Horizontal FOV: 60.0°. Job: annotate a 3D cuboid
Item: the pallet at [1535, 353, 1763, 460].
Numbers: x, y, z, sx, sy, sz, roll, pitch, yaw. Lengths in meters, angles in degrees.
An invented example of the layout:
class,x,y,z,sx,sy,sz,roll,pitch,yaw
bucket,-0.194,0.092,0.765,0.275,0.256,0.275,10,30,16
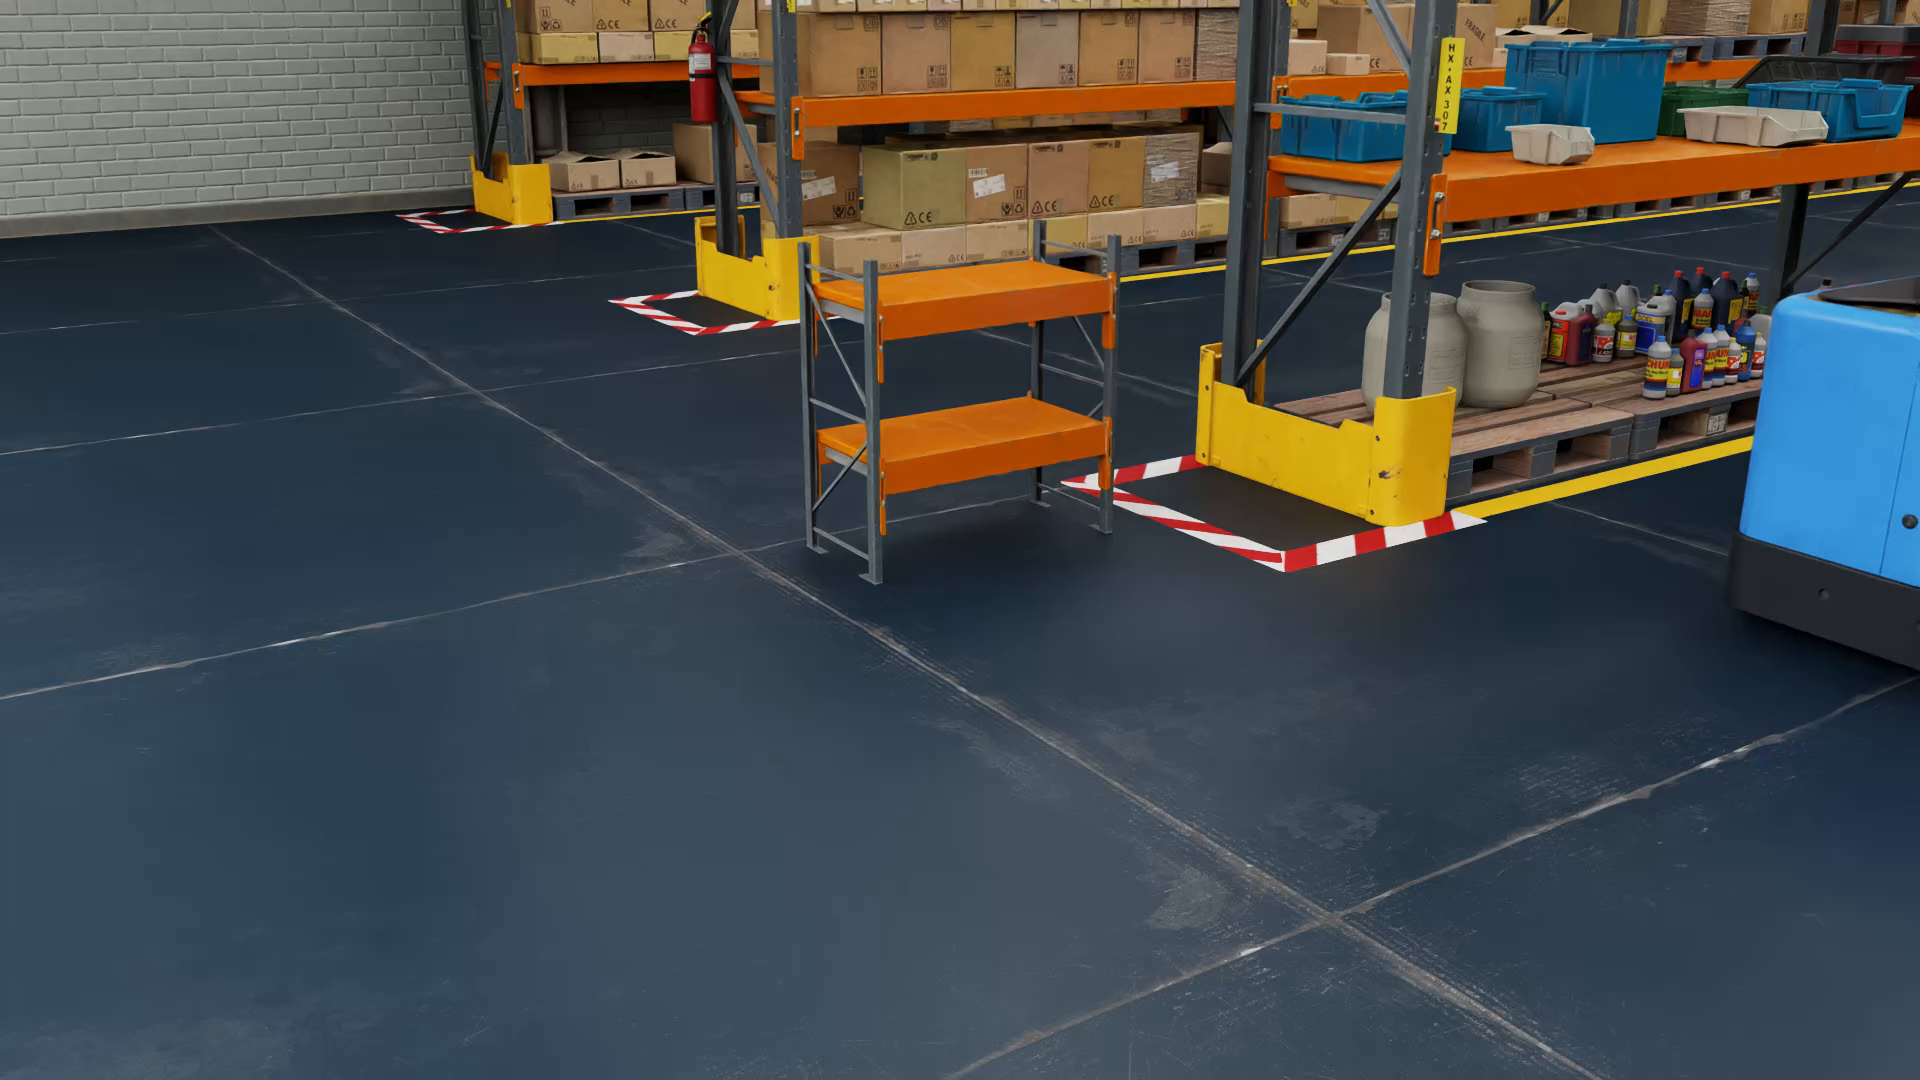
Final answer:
class,x,y,z,sx,sy,sz,roll,pitch,yaw
pallet,3.169,-0.684,7.939,1.213,0.211,1.003,-12,22,-31

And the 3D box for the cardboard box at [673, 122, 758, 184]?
class,x,y,z,sx,sy,sz,roll,pitch,yaw
cardboard box,-2.273,-3.612,15.462,0.500,0.500,0.700,-14,23,-35

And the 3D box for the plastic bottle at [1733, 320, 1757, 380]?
class,x,y,z,sx,sy,sz,roll,pitch,yaw
plastic bottle,3.657,-0.890,7.766,0.097,0.271,0.097,0,19,0

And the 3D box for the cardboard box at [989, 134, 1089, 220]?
class,x,y,z,sx,sy,sz,roll,pitch,yaw
cardboard box,0.536,-2.500,11.422,0.500,0.500,0.500,-12,22,-31

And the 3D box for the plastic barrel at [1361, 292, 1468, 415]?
class,x,y,z,sx,sy,sz,roll,pitch,yaw
plastic barrel,1.940,-0.781,7.100,0.421,0.512,0.421,0,19,0

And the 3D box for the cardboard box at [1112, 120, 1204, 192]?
class,x,y,z,sx,sy,sz,roll,pitch,yaw
cardboard box,1.492,-2.908,12.629,0.500,0.500,0.500,-12,22,-31

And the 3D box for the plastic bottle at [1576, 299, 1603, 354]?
class,x,y,z,sx,sy,sz,roll,pitch,yaw
plastic bottle,3.067,-1.044,8.217,0.135,0.276,0.152,-13,22,-33

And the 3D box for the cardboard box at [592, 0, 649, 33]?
class,x,y,z,sx,sy,sz,roll,pitch,yaw
cardboard box,-3.034,-4.656,14.365,0.500,0.500,0.500,-12,22,-31

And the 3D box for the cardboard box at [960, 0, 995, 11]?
class,x,y,z,sx,sy,sz,roll,pitch,yaw
cardboard box,0.019,-3.498,10.739,0.250,0.149,0.380,-13,23,-33

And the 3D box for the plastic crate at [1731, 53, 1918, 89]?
class,x,y,z,sx,sy,sz,roll,pitch,yaw
plastic crate,4.266,-2.241,8.287,0.504,0.338,0.767,-12,22,-31

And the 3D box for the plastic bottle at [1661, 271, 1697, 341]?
class,x,y,z,sx,sy,sz,roll,pitch,yaw
plastic bottle,3.713,-1.218,8.612,0.185,0.351,0.144,-13,23,-34

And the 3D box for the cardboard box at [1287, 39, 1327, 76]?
class,x,y,z,sx,sy,sz,roll,pitch,yaw
cardboard box,2.439,-3.682,12.685,0.500,0.250,0.500,-10,21,-28

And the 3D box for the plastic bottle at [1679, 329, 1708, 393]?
class,x,y,z,sx,sy,sz,roll,pitch,yaw
plastic bottle,3.317,-0.817,7.531,0.133,0.283,0.061,-11,22,-31

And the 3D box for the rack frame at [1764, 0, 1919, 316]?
class,x,y,z,sx,sy,sz,roll,pitch,yaw
rack frame,4.773,-2.329,8.449,0.127,3.000,1.000,-12,22,-31

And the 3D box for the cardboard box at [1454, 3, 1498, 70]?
class,x,y,z,sx,sy,sz,roll,pitch,yaw
cardboard box,4.000,-4.106,13.551,0.500,0.500,0.500,-13,23,-34

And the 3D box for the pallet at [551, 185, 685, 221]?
class,x,y,z,sx,sy,sz,roll,pitch,yaw
pallet,-3.255,-3.100,15.085,1.213,0.211,1.003,-12,22,-31

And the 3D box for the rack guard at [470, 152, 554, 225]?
class,x,y,z,sx,sy,sz,roll,pitch,yaw
rack guard,-3.953,-3.103,14.643,0.348,0.500,1.175,-12,22,-31

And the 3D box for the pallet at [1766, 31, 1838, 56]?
class,x,y,z,sx,sy,sz,roll,pitch,yaw
pallet,8.006,-4.861,16.239,1.213,0.211,1.003,-12,22,-31

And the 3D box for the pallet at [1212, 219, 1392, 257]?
class,x,y,z,sx,sy,sz,roll,pitch,yaw
pallet,2.646,-2.473,13.231,1.213,0.211,1.003,-12,22,-31

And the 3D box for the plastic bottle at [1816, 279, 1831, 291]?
class,x,y,z,sx,sy,sz,roll,pitch,yaw
plastic bottle,4.314,-1.130,8.353,0.185,0.351,0.144,-12,22,-31

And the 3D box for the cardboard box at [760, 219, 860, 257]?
class,x,y,z,sx,sy,sz,roll,pitch,yaw
cardboard box,-1.003,-2.019,11.172,0.500,0.250,0.500,-12,22,-31

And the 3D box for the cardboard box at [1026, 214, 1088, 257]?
class,x,y,z,sx,sy,sz,roll,pitch,yaw
cardboard box,0.535,-2.145,11.543,0.500,0.250,0.500,-12,22,-31

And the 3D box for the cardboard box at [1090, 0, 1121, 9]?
class,x,y,z,sx,sy,sz,roll,pitch,yaw
cardboard box,0.881,-3.680,11.279,0.250,0.149,0.380,-11,22,-30

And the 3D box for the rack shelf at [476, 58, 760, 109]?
class,x,y,z,sx,sy,sz,roll,pitch,yaw
rack shelf,-2.346,-4.285,15.361,4.000,0.370,1.077,-12,22,-31

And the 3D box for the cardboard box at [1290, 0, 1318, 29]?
class,x,y,z,sx,sy,sz,roll,pitch,yaw
cardboard box,3.654,-5.988,18.621,0.500,0.500,0.500,-11,22,-30

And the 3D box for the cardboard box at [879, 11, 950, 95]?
class,x,y,z,sx,sy,sz,roll,pitch,yaw
cardboard box,-0.456,-3.170,10.781,0.500,0.500,0.700,-11,22,-30

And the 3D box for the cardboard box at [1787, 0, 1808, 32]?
class,x,y,z,sx,sy,sz,roll,pitch,yaw
cardboard box,7.675,-5.148,15.977,0.500,0.500,0.700,-8,20,-23

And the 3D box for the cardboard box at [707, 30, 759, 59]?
class,x,y,z,sx,sy,sz,roll,pitch,yaw
cardboard box,-2.156,-4.485,15.031,0.500,0.250,0.500,-12,22,-31

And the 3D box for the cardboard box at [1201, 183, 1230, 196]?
class,x,y,z,sx,sy,sz,roll,pitch,yaw
cardboard box,2.239,-2.701,13.189,0.500,0.250,0.500,-12,22,-32

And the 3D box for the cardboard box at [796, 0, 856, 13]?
class,x,y,z,sx,sy,sz,roll,pitch,yaw
cardboard box,-0.843,-3.316,10.200,0.250,0.149,0.380,-12,22,-32

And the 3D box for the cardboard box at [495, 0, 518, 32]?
class,x,y,z,sx,sy,sz,roll,pitch,yaw
cardboard box,-3.740,-4.708,14.518,0.500,0.500,0.500,-12,22,-32

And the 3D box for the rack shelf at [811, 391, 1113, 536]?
class,x,y,z,sx,sy,sz,roll,pitch,yaw
rack shelf,0.006,-0.302,6.146,1.000,0.278,0.538,-12,22,-31

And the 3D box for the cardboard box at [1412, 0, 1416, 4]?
class,x,y,z,sx,sy,sz,roll,pitch,yaw
cardboard box,5.338,-6.344,19.675,0.500,0.500,0.500,-12,22,-31

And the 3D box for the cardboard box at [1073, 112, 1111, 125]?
class,x,y,z,sx,sy,sz,roll,pitch,yaw
cardboard box,1.199,-4.412,17.827,0.500,0.500,0.700,-12,22,-32

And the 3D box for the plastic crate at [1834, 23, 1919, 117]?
class,x,y,z,sx,sy,sz,roll,pitch,yaw
plastic crate,5.009,-2.526,8.933,0.583,0.464,0.402,-12,22,-31

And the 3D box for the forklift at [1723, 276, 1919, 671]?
class,x,y,z,sx,sy,sz,roll,pitch,yaw
forklift,4.015,-1.238,5.330,3.031,2.935,1.130,-11,22,-30

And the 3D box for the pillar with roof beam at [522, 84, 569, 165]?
class,x,y,z,sx,sy,sz,roll,pitch,yaw
pillar with roof beam,-1.540,-6.319,10.886,0.400,9.000,9.100,-12,22,-31

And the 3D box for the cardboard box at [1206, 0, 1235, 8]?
class,x,y,z,sx,sy,sz,roll,pitch,yaw
cardboard box,1.735,-3.861,11.812,0.250,0.149,0.380,-12,22,-33

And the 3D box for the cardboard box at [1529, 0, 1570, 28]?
class,x,y,z,sx,sy,sz,roll,pitch,yaw
cardboard box,7.080,-6.748,21.053,0.700,0.700,0.980,-13,22,-33

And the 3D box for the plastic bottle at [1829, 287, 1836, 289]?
class,x,y,z,sx,sy,sz,roll,pitch,yaw
plastic bottle,4.233,-1.058,8.139,0.185,0.351,0.144,-13,23,-34

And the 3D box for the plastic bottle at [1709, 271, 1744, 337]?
class,x,y,z,sx,sy,sz,roll,pitch,yaw
plastic bottle,3.950,-1.212,8.597,0.185,0.351,0.144,-12,22,-31

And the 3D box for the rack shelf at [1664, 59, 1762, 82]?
class,x,y,z,sx,sy,sz,roll,pitch,yaw
rack shelf,7.063,-4.370,15.611,4.000,0.370,1.077,-12,22,-31

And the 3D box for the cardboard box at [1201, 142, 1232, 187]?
class,x,y,z,sx,sy,sz,roll,pitch,yaw
cardboard box,2.232,-2.964,13.091,0.500,0.311,0.500,-12,22,-31

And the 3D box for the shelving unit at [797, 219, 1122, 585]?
class,x,y,z,sx,sy,sz,roll,pitch,yaw
shelving unit,0.006,-0.534,6.068,1.048,1.125,0.538,-12,22,-31

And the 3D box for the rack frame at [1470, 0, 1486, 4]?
class,x,y,z,sx,sy,sz,roll,pitch,yaw
rack frame,6.006,-6.388,20.456,0.127,3.000,1.000,-12,22,-31

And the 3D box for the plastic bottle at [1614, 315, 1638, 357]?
class,x,y,z,sx,sy,sz,roll,pitch,yaw
plastic bottle,3.306,-1.015,8.245,0.097,0.201,0.097,0,19,0

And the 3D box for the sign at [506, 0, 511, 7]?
class,x,y,z,sx,sy,sz,roll,pitch,yaw
sign,-3.718,-4.539,13.636,0.005,0.325,0.100,-12,22,-31

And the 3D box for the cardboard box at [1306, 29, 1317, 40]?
class,x,y,z,sx,sy,sz,roll,pitch,yaw
cardboard box,3.905,-5.761,18.963,0.250,0.149,0.380,-11,22,-30

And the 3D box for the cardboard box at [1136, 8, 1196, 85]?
class,x,y,z,sx,sy,sz,roll,pitch,yaw
cardboard box,1.248,-3.527,11.838,0.500,0.500,0.700,-12,22,-32

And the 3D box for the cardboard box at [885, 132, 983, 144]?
class,x,y,z,sx,sy,sz,roll,pitch,yaw
cardboard box,-0.177,-2.555,11.587,0.500,0.500,0.500,-12,22,-31

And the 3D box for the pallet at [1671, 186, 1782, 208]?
class,x,y,z,sx,sy,sz,roll,pitch,yaw
pallet,7.055,-3.373,15.892,1.213,0.211,1.003,-12,22,-31

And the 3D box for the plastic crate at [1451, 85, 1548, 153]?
class,x,y,z,sx,sy,sz,roll,pitch,yaw
plastic crate,2.231,-1.835,7.220,0.408,0.251,0.499,-12,22,-31
